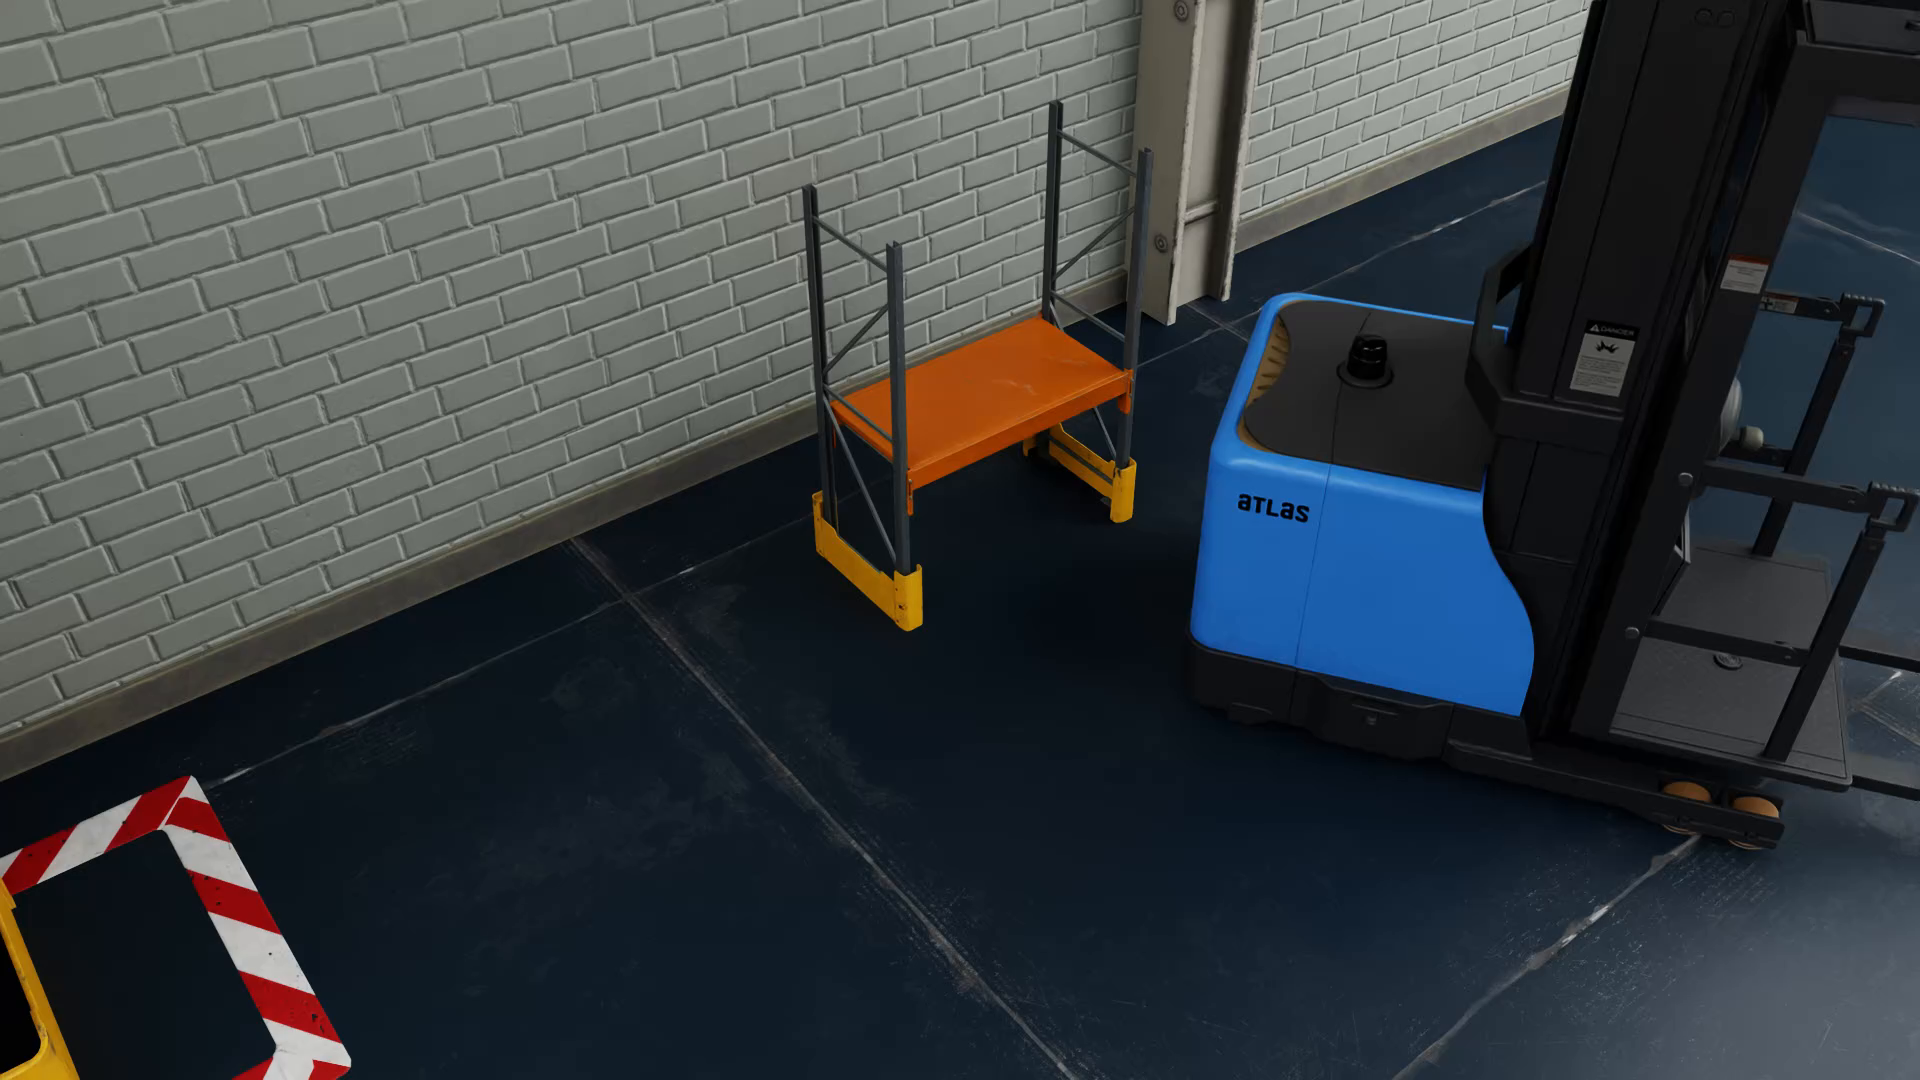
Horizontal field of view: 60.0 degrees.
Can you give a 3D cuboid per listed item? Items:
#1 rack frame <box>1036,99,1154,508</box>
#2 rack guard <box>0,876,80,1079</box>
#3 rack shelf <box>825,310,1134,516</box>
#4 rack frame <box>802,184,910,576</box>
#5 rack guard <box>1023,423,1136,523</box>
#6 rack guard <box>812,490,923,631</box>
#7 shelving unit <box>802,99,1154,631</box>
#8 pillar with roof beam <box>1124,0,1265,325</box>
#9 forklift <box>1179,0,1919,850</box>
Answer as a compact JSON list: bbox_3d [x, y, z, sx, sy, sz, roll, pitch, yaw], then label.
[{"bbox_3d":[0.471,-0.809,6.054,0.032,1.500,0.500,-26,46,-28],"label":"rack frame"},{"bbox_3d":[-2.652,1.193,4.402,0.348,0.500,1.175,-26,46,-28],"label":"rack guard"},{"bbox_3d":[0.068,-0.474,5.929,1.000,0.185,0.538,-26,46,-28],"label":"rack shelf"},{"bbox_3d":[-0.335,-0.416,5.575,0.032,1.500,0.500,-26,46,-28],"label":"rack frame"},{"bbox_3d":[0.455,-0.319,6.441,0.087,0.250,0.587,-26,46,-28],"label":"rack guard"},{"bbox_3d":[-0.334,0.066,5.972,0.087,0.250,0.587,-26,46,-28],"label":"rack guard"},{"bbox_3d":[0.060,-0.609,5.810,1.083,1.500,0.587,-26,46,-28],"label":"shelving unit"},{"bbox_3d":[3.608,-2.422,2.107,0.400,9.000,9.100,-26,46,-28],"label":"pillar with roof beam"},{"bbox_3d":[2.307,-0.566,4.629,3.031,2.935,1.130,12,41,14],"label":"forklift"}]
